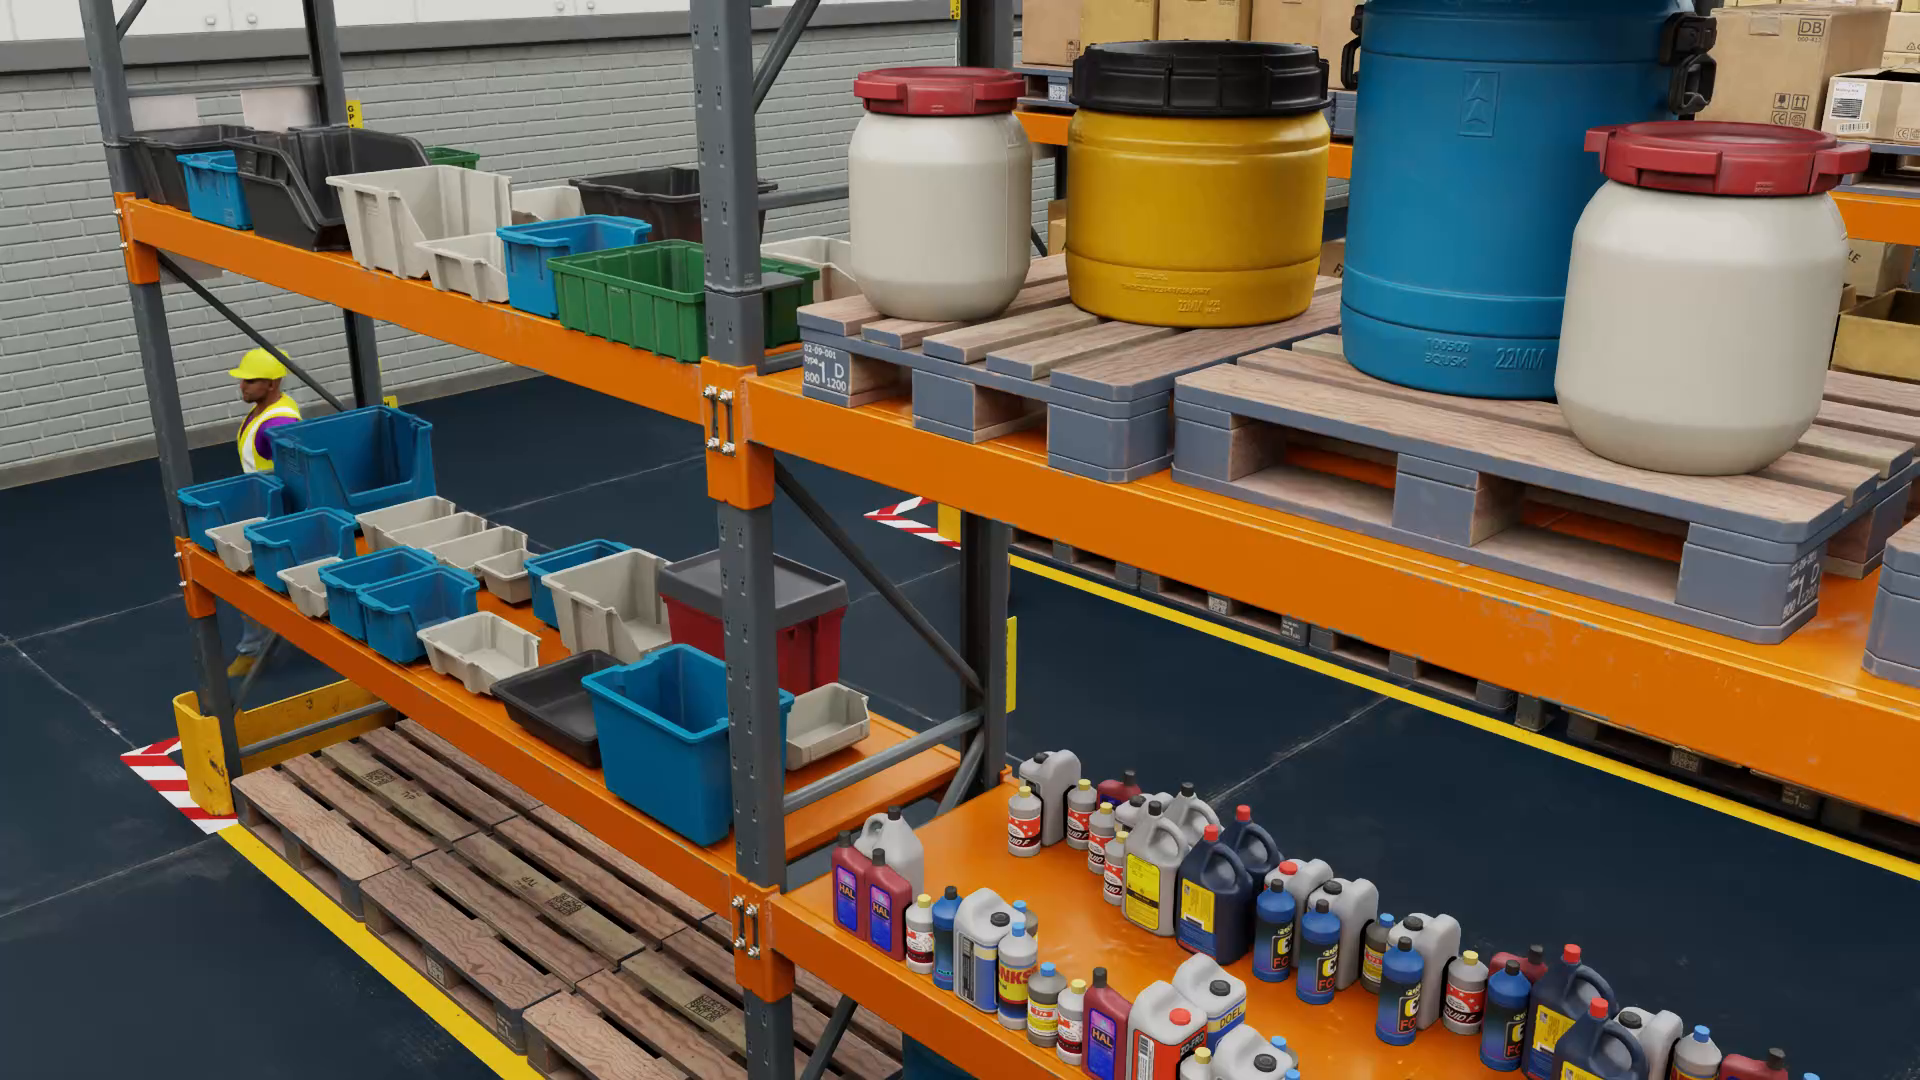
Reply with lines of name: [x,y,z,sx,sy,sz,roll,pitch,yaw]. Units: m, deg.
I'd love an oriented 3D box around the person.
person: [-3.750,-0.151,8.989,0.739,1.815,0.621,-7,22,-19]
